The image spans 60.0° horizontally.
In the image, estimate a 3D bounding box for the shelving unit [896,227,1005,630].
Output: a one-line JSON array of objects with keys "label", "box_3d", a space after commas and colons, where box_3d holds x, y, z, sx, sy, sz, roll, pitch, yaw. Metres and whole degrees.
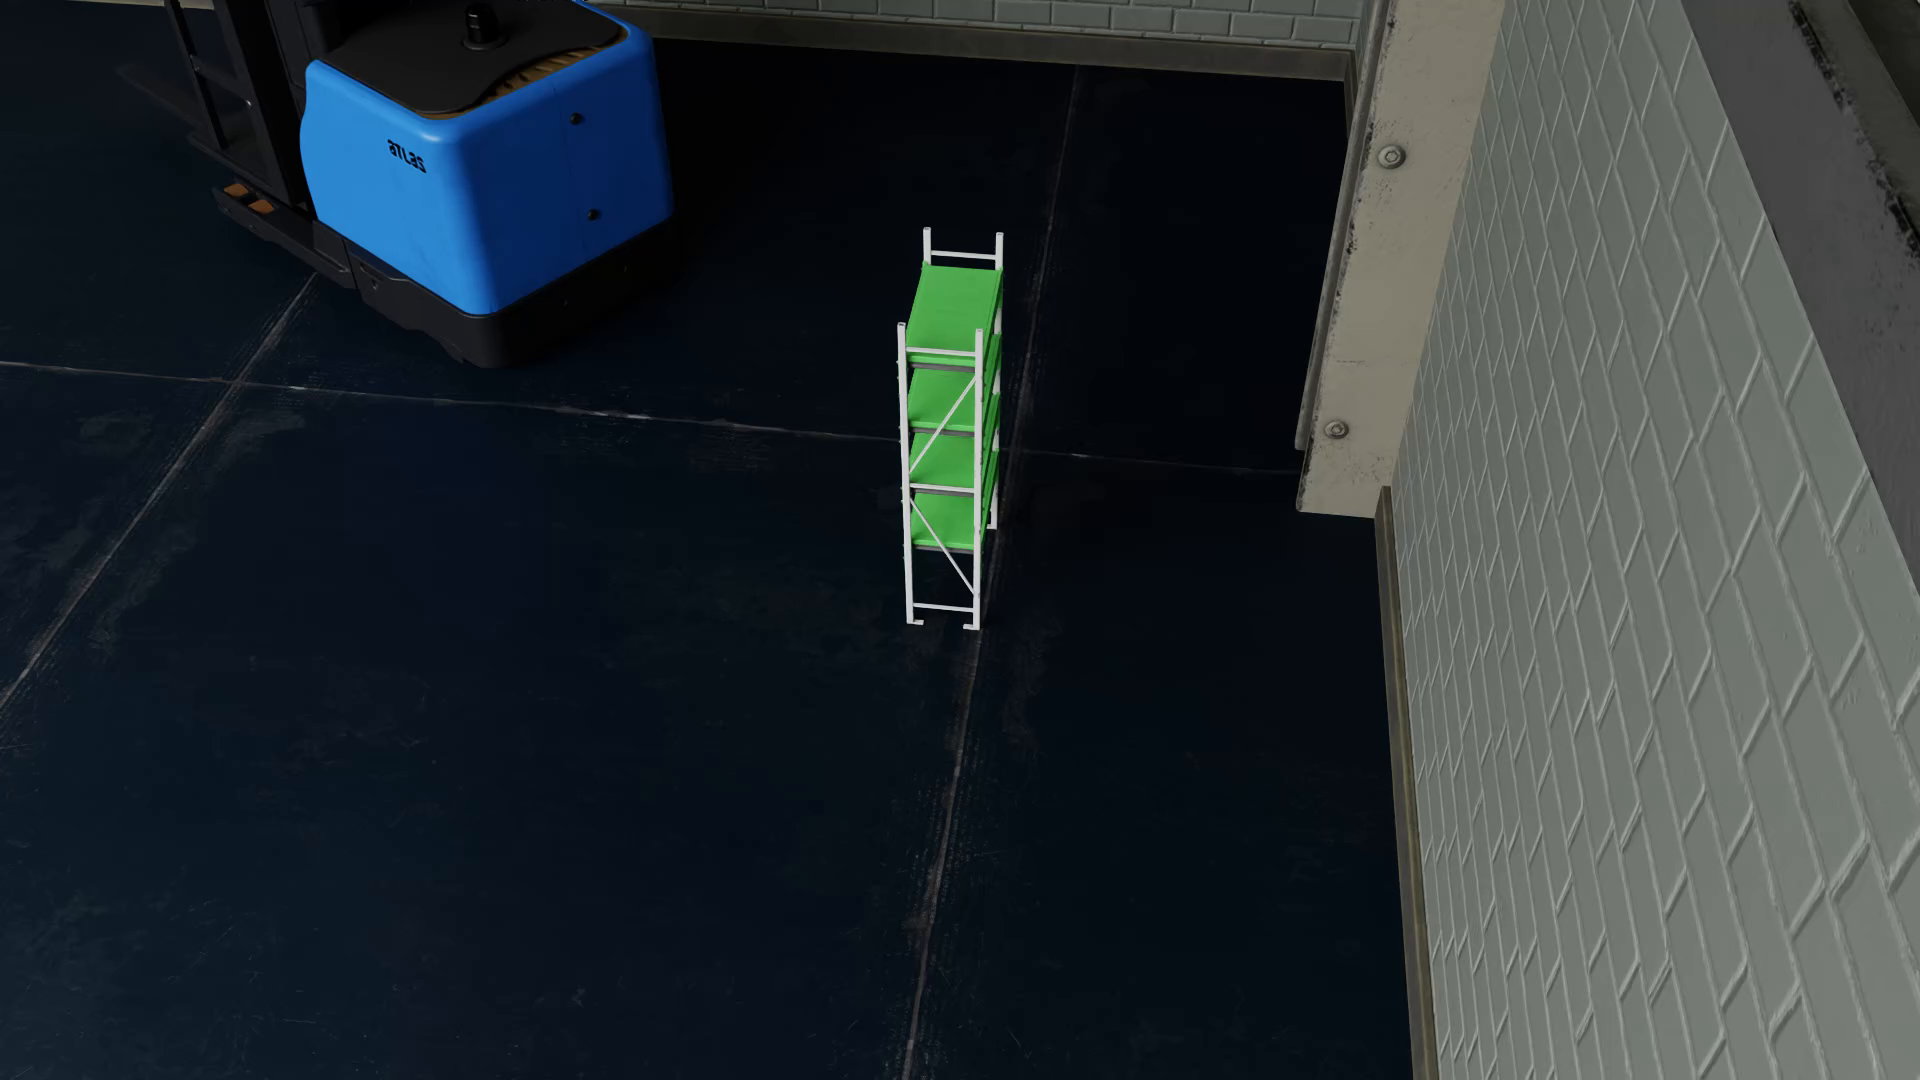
[{"label": "shelving unit", "box_3d": [-0.022, -0.323, 5.218, 0.258, 1.200, 0.503, 5, 44, 6]}]

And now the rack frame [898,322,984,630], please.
[{"label": "rack frame", "box_3d": [-0.054, -0.157, 5.043, 0.240, 1.200, 0.015, 5, 44, 6]}]

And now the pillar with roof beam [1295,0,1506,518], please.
[{"label": "pillar with roof beam", "box_3d": [-2.903, -3.882, 3.305, 9.100, 9.000, 0.400, 5, 44, 6]}]

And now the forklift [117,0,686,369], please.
[{"label": "forklift", "box_3d": [-2.572, -2.590, 6.354, 3.031, 2.935, 1.130, 31, 51, 29]}]

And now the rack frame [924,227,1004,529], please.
[{"label": "rack frame", "box_3d": [0.010, -0.489, 5.394, 0.240, 1.200, 0.015, 5, 44, 6]}]

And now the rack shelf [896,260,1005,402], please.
[{"label": "rack shelf", "box_3d": [-0.022, -0.625, 4.932, 0.258, 0.148, 0.480, 5, 44, 6]}]

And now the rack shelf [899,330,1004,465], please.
[{"label": "rack shelf", "box_3d": [-0.022, -0.451, 5.097, 0.258, 0.148, 0.480, 5, 44, 6]}]

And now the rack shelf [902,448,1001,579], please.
[{"label": "rack shelf", "box_3d": [-0.022, -0.102, 5.427, 0.258, 0.148, 0.480, 5, 44, 6]}]

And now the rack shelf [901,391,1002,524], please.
[{"label": "rack shelf", "box_3d": [-0.022, -0.276, 5.262, 0.258, 0.148, 0.480, 5, 44, 6]}]
